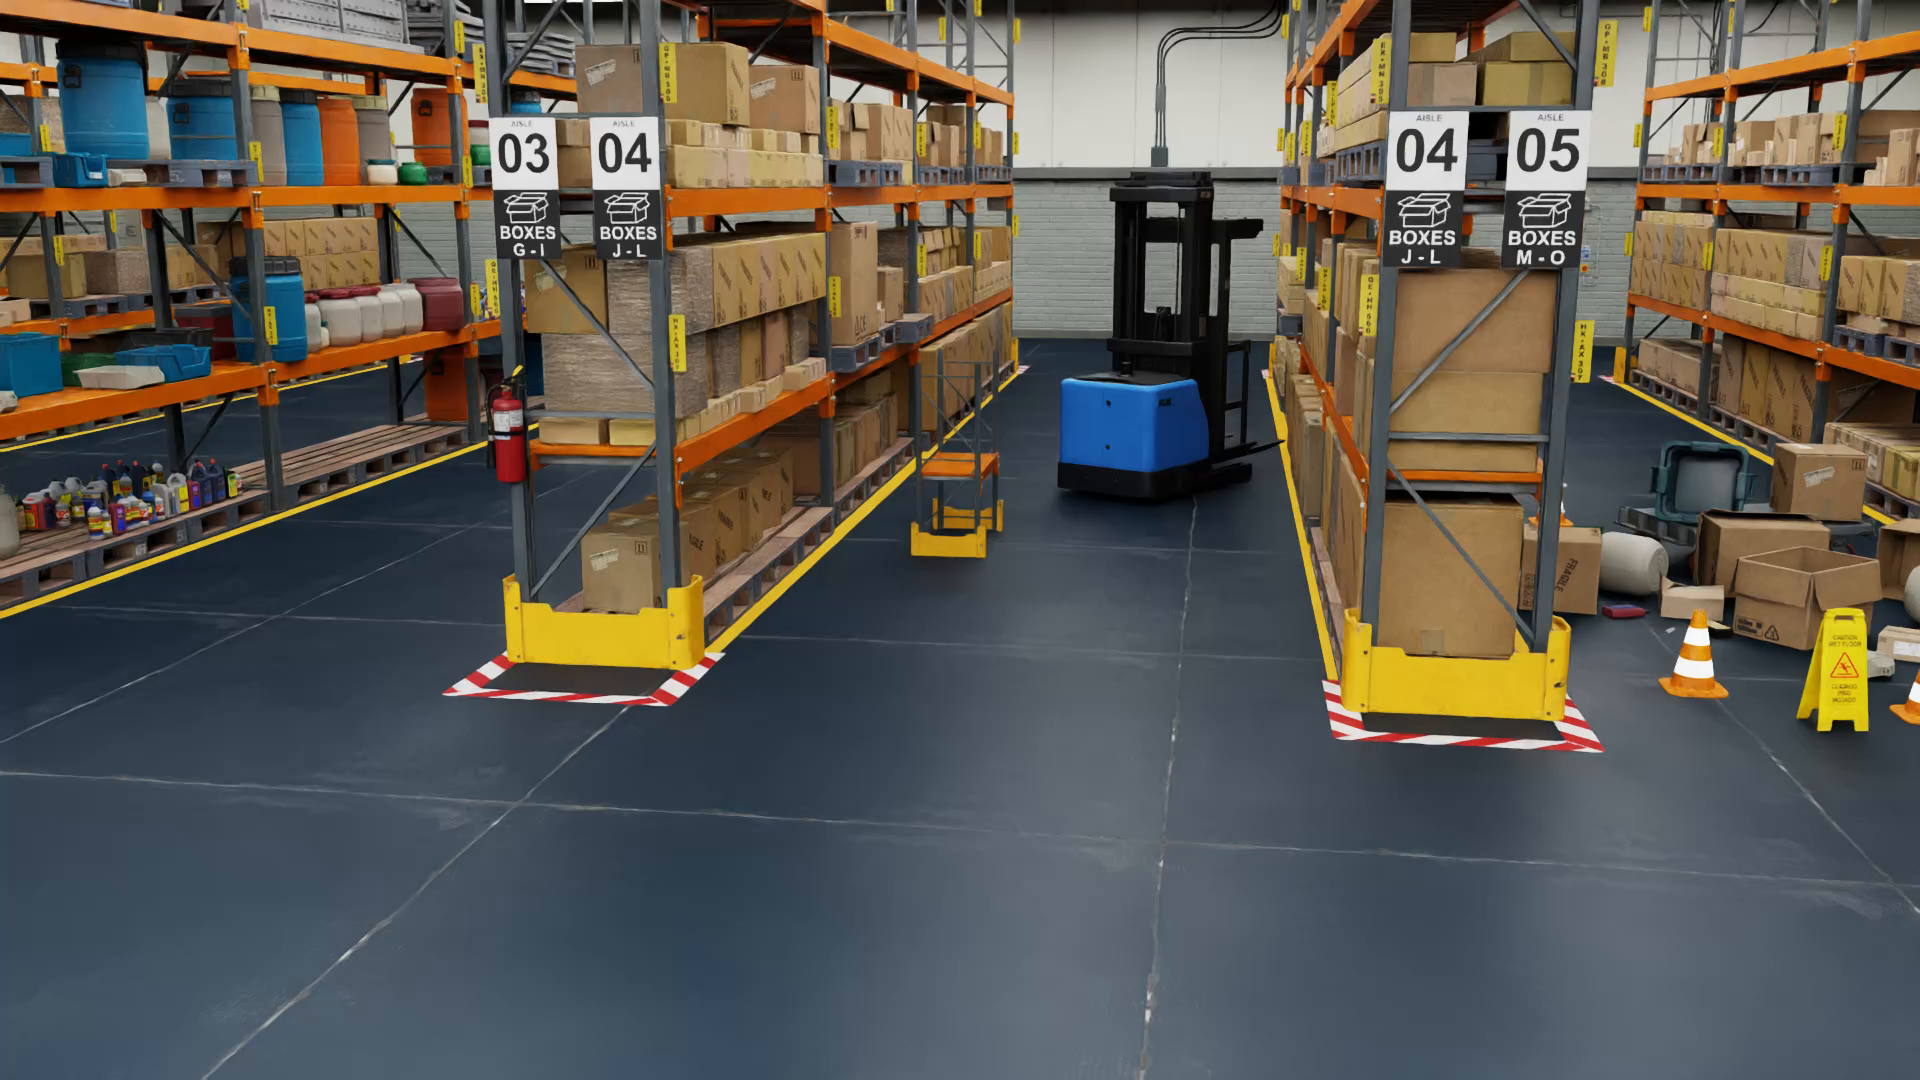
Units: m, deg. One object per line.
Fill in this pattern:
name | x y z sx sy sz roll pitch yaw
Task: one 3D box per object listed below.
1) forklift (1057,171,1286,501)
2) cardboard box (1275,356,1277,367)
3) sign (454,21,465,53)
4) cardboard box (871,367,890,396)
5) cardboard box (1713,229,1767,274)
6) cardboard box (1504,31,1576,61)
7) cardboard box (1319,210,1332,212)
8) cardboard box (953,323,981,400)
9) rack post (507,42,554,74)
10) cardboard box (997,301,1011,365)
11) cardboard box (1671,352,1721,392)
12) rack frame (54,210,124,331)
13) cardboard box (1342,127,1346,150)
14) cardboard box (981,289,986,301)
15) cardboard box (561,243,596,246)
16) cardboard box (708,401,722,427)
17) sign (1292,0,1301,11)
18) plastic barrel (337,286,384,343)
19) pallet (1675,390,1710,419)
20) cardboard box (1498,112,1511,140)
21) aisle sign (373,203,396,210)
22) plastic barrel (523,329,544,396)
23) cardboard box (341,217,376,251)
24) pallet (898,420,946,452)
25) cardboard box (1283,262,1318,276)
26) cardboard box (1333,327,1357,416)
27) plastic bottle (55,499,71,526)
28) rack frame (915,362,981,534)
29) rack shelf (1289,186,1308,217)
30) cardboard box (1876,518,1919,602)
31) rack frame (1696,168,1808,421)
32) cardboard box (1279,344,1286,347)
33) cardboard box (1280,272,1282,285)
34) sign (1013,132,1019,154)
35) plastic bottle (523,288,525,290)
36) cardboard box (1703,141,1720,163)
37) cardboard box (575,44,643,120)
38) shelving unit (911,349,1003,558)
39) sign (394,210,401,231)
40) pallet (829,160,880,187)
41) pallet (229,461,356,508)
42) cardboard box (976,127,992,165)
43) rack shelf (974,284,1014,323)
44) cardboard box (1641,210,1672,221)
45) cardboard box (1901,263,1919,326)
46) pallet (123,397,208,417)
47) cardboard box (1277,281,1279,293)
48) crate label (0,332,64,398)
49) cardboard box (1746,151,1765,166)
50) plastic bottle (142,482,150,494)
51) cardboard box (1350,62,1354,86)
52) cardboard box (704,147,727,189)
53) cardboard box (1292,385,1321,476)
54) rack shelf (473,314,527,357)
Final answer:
forklift | 2.198 -2.042 16.009 1.130 2.935 3.031 9 15 36
cardboard box | 4.781 -2.592 24.169 0.380 0.149 0.250 2 12 10
sign | -5.287 -5.314 17.558 0.100 0.325 0.005 2 12 9
cardboard box | -1.011 -1.614 16.973 0.500 0.250 0.500 2 12 11
cardboard box | 9.118 -3.362 19.363 0.500 0.500 0.500 2 12 9
cardboard box | 3.083 -2.595 8.762 0.380 0.149 0.250 2 12 9
cardboard box | 5.275 -4.353 23.255 0.500 0.500 0.500 1 12 7
cardboard box | -0.401 -2.260 20.909 1.225 0.875 0.875 2 12 9
rack post | -5.402 -5.651 19.542 0.937 0.300 0.954 3 13 15
cardboard box | 0.273 -3.091 24.764 0.875 0.875 0.875 2 12 9
cardboard box | 9.809 -2.173 21.541 0.875 0.438 0.875 2 12 7
rack frame | -14.391 -4.542 27.448 1.000 3.000 0.127 2 12 9
cardboard box | 2.824 -2.756 11.402 0.380 0.149 0.250 2 12 8
cardboard box | 0.132 -3.265 22.121 0.380 0.149 0.250 2 12 11
cardboard box | -2.257 -1.640 10.664 0.500 0.500 0.500 2 12 9
cardboard box | -1.760 -0.814 10.748 0.380 0.149 0.250 2 12 9
sign | 4.029 -6.495 19.868 0.100 0.325 0.005 2 12 9
plastic barrel | -5.904 -2.224 16.371 0.433 0.535 0.433 0 12 0
pallet | 9.664 -1.699 20.877 1.003 0.211 1.213 2 12 9
cardboard box | 3.087 -2.207 8.855 0.380 0.149 0.250 2 12 9
aisle sign | -9.182 -5.657 26.453 0.394 0.787 0.004 2 12 9
plastic barrel | -5.426 -2.308 21.065 0.600 0.901 0.708 2 12 9
cardboard box | -9.369 -4.713 25.632 0.500 0.500 0.500 2 12 10
pallet | -0.742 -1.194 18.531 1.003 0.211 1.213 2 12 9
cardboard box | 3.812 -3.027 18.605 0.380 0.149 0.250 2 12 10
cardboard box | 3.026 -1.153 11.367 0.875 0.550 0.550 2 12 9
plastic bottle | -7.000 -0.214 12.965 0.097 0.201 0.097 0 12 0
rack frame | -0.091 -0.610 12.762 0.500 1.500 0.032 2 12 9
rack shelf | 4.255 -3.744 18.335 1.077 0.370 4.000 2 12 9
cardboard box | 6.730 0.158 11.566 0.500 0.500 0.500 -10 16 -40
rack frame | 9.469 -2.907 19.861 1.000 3.000 0.127 2 12 9
cardboard box | 4.579 -2.608 22.835 0.380 0.149 0.250 2 12 10
cardboard box | 3.931 -3.045 19.395 0.380 0.149 0.250 1 12 6
sign | 0.827 -5.900 24.718 0.100 0.325 0.005 2 12 9
plastic bottle | -5.594 -3.131 21.372 0.097 0.201 0.097 0 12 0
cardboard box | 9.251 -4.705 20.169 0.396 0.266 0.258 2 12 10
cardboard box | -2.180 -2.966 10.884 0.500 0.500 0.500 2 12 9
shelving unit | -0.012 -0.717 13.262 0.587 1.500 1.083 2 12 9
sign | -8.950 -5.080 26.449 0.100 0.325 0.005 2 12 9
pallet | -1.353 -3.062 13.907 1.213 0.211 1.003 2 12 9
pallet | -6.365 -0.524 15.426 1.003 0.211 1.213 2 12 9
cardboard box | 0.046 -5.378 22.736 0.700 0.500 0.500 2 12 11
rack shelf | -0.015 -3.292 23.358 1.077 0.370 4.000 2 12 9
cardboard box | 9.757 -4.529 23.239 0.380 0.149 0.250 2 12 10
cardboard box | 8.324 -2.064 14.011 0.500 0.500 0.500 1 12 7
pallet | -10.383 -1.761 21.164 1.003 0.211 1.213 2 12 9
cardboard box | 4.048 -3.061 20.178 0.380 0.149 0.250 1 12 6
crate label | -7.046 -1.299 12.319 0.502 0.435 0.616 2 12 9
cardboard box | 8.929 -4.212 18.355 0.380 0.166 0.250 1 12 5
plastic bottle | -6.475 -0.329 13.304 0.061 0.283 0.133 2 12 9
cardboard box | 2.746 -3.038 10.821 0.380 0.149 0.250 2 12 9
cardboard box | -1.765 -2.322 10.385 0.500 0.250 0.500 2 12 7
cardboard box | 3.634 -1.013 15.417 1.050 0.750 0.750 2 12 10
rack shelf | -5.524 -2.620 20.239 1.077 0.370 4.000 2 12 9
